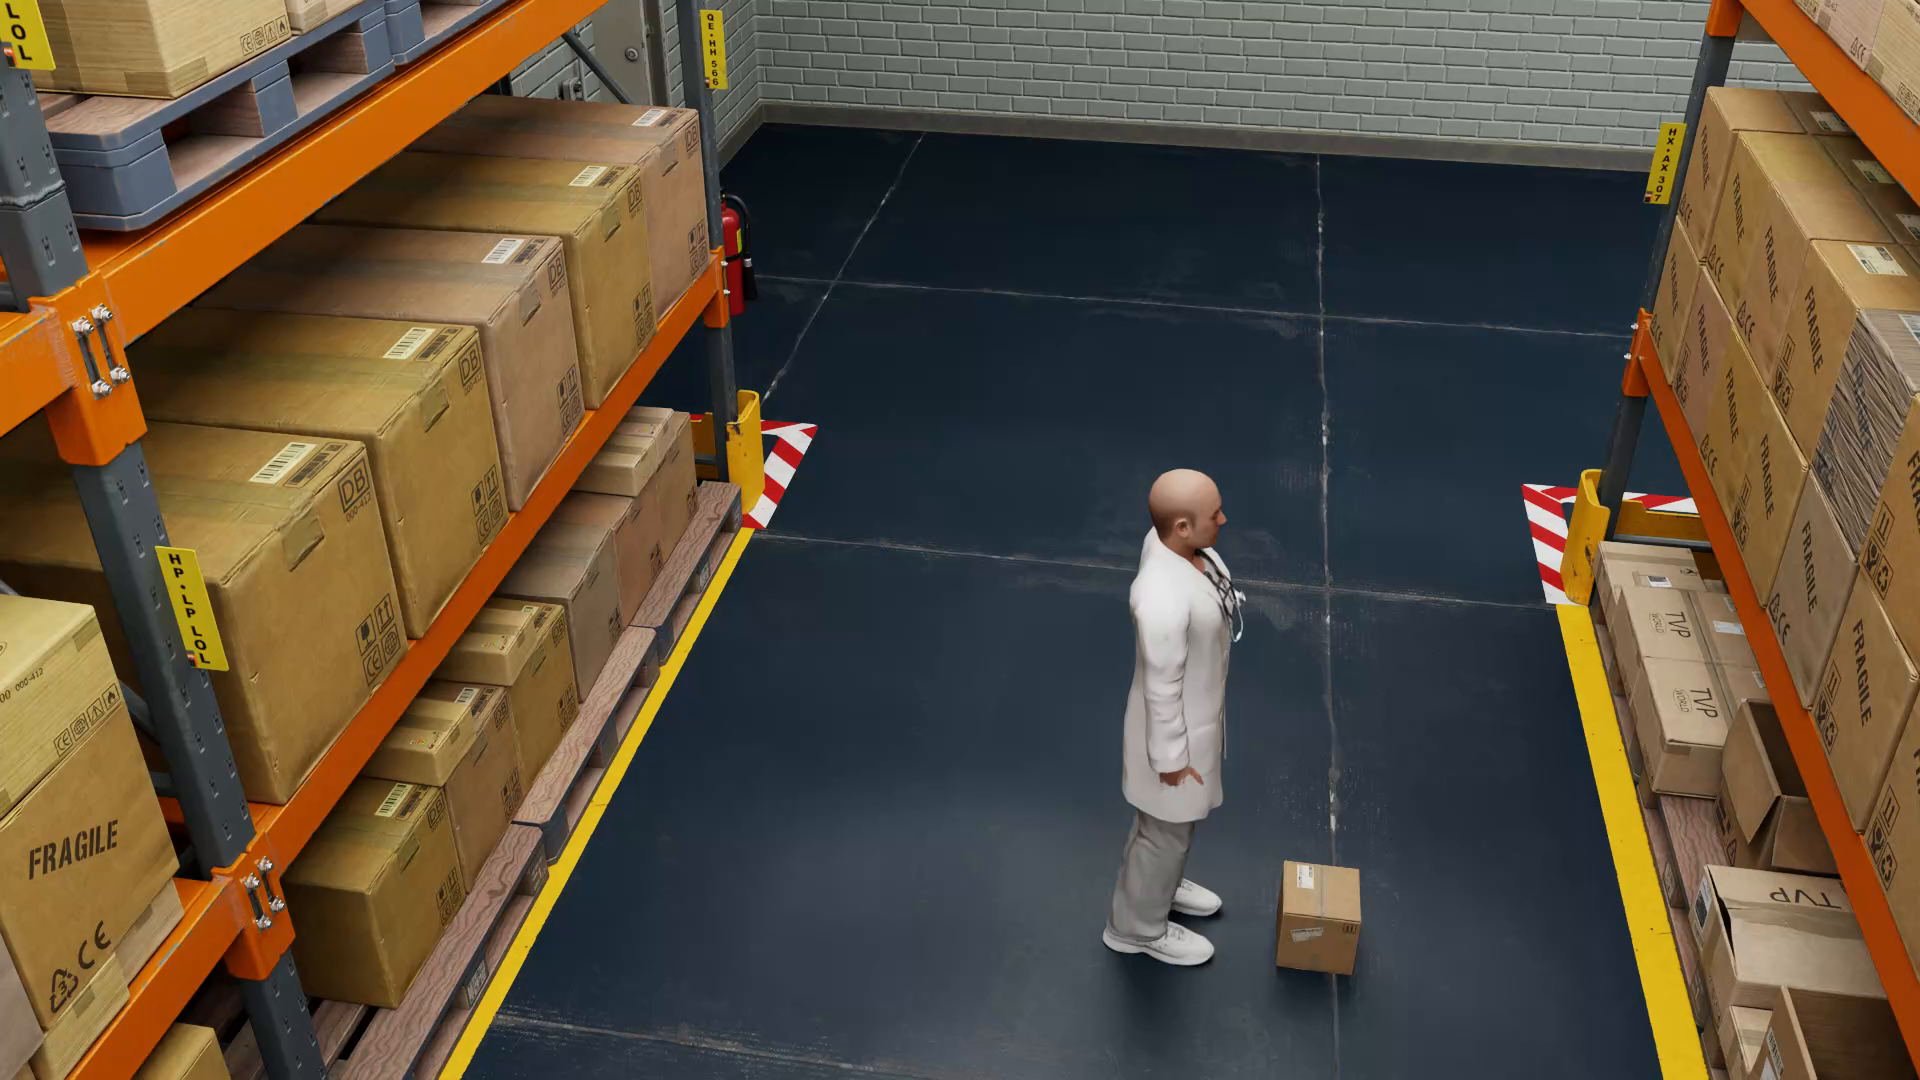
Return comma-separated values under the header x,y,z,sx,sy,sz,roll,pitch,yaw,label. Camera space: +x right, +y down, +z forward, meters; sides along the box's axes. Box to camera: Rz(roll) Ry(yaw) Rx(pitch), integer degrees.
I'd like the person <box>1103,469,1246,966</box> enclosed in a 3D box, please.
x,y,z,sx,sy,sz,roll,pitch,yaw,label
0.696,0.565,5.247,0.387,1.778,0.571,6,32,9,person
